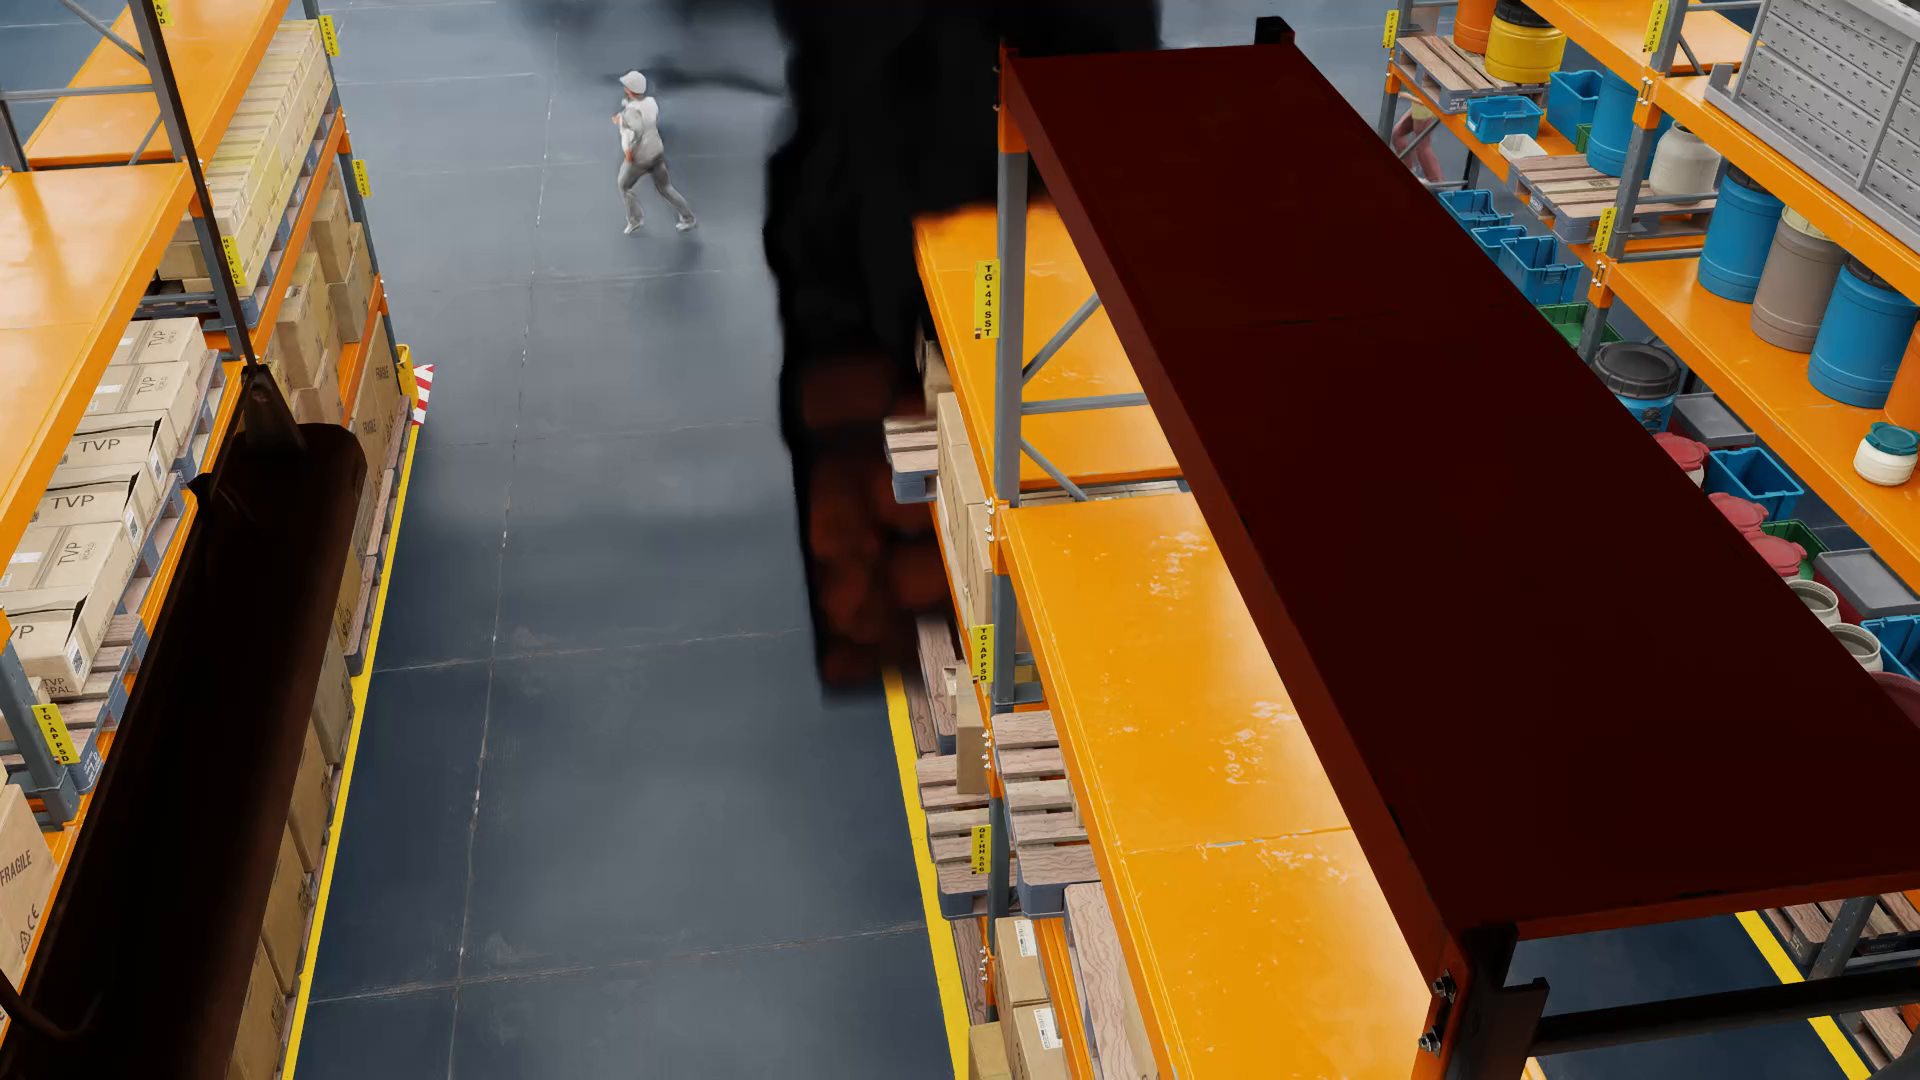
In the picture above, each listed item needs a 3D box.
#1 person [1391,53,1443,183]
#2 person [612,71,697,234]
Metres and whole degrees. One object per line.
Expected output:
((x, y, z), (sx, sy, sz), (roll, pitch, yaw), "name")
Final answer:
((5.123, -4.682, 18.432), (0.700, 1.703, 0.555), (8, 37, 10), "person")
((-3.273, -3.987, 17.394), (0.901, 1.823, 0.663), (18, 40, 23), "person")
